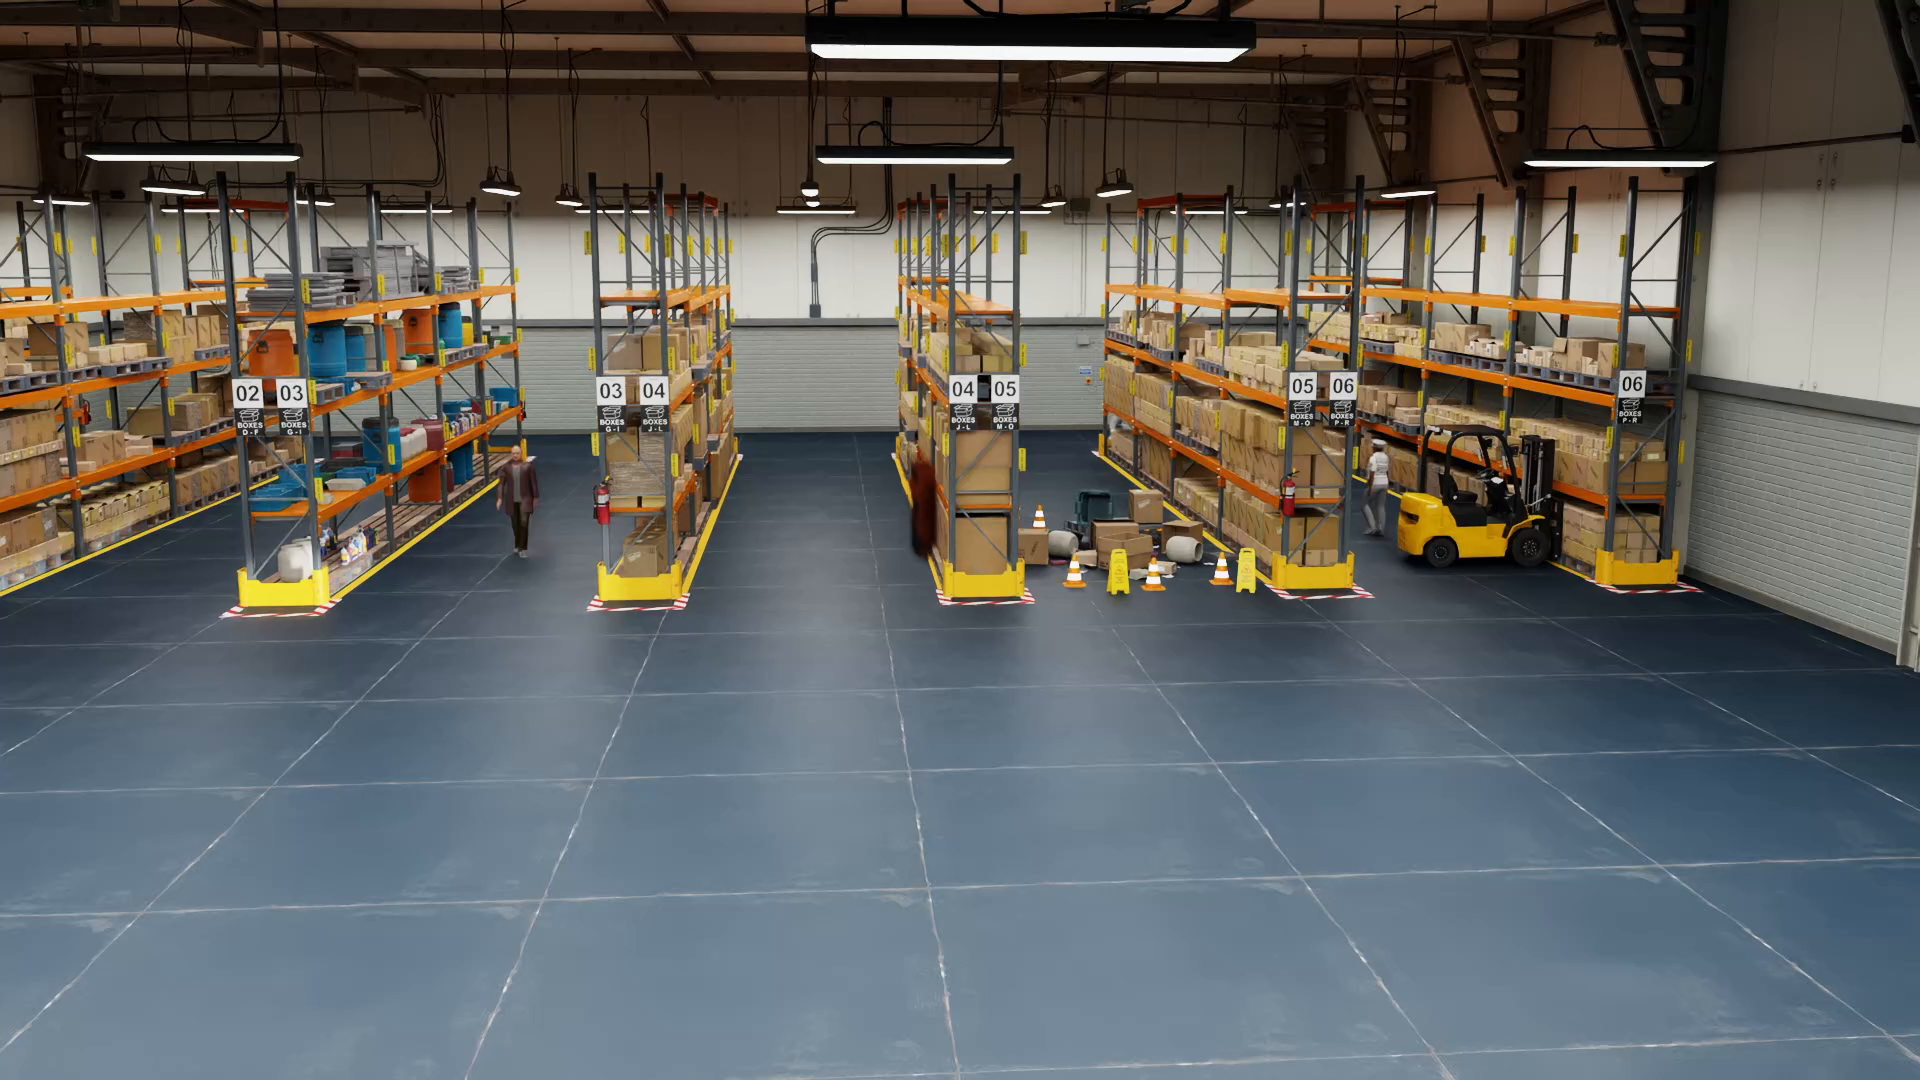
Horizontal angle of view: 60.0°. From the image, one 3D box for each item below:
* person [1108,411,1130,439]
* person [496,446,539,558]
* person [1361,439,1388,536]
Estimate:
[{"bbox_3d":[4.084,-3.379,42.830,1.018,1.716,0.532,-4,11,-23],"label":"person"},{"bbox_3d":[-7.228,-0.605,27.192,0.650,1.860,0.580,0,10,-1],"label":"person"},{"bbox_3d":[7.296,-0.918,29.124,0.486,1.700,0.387,-5,11,-28],"label":"person"}]
